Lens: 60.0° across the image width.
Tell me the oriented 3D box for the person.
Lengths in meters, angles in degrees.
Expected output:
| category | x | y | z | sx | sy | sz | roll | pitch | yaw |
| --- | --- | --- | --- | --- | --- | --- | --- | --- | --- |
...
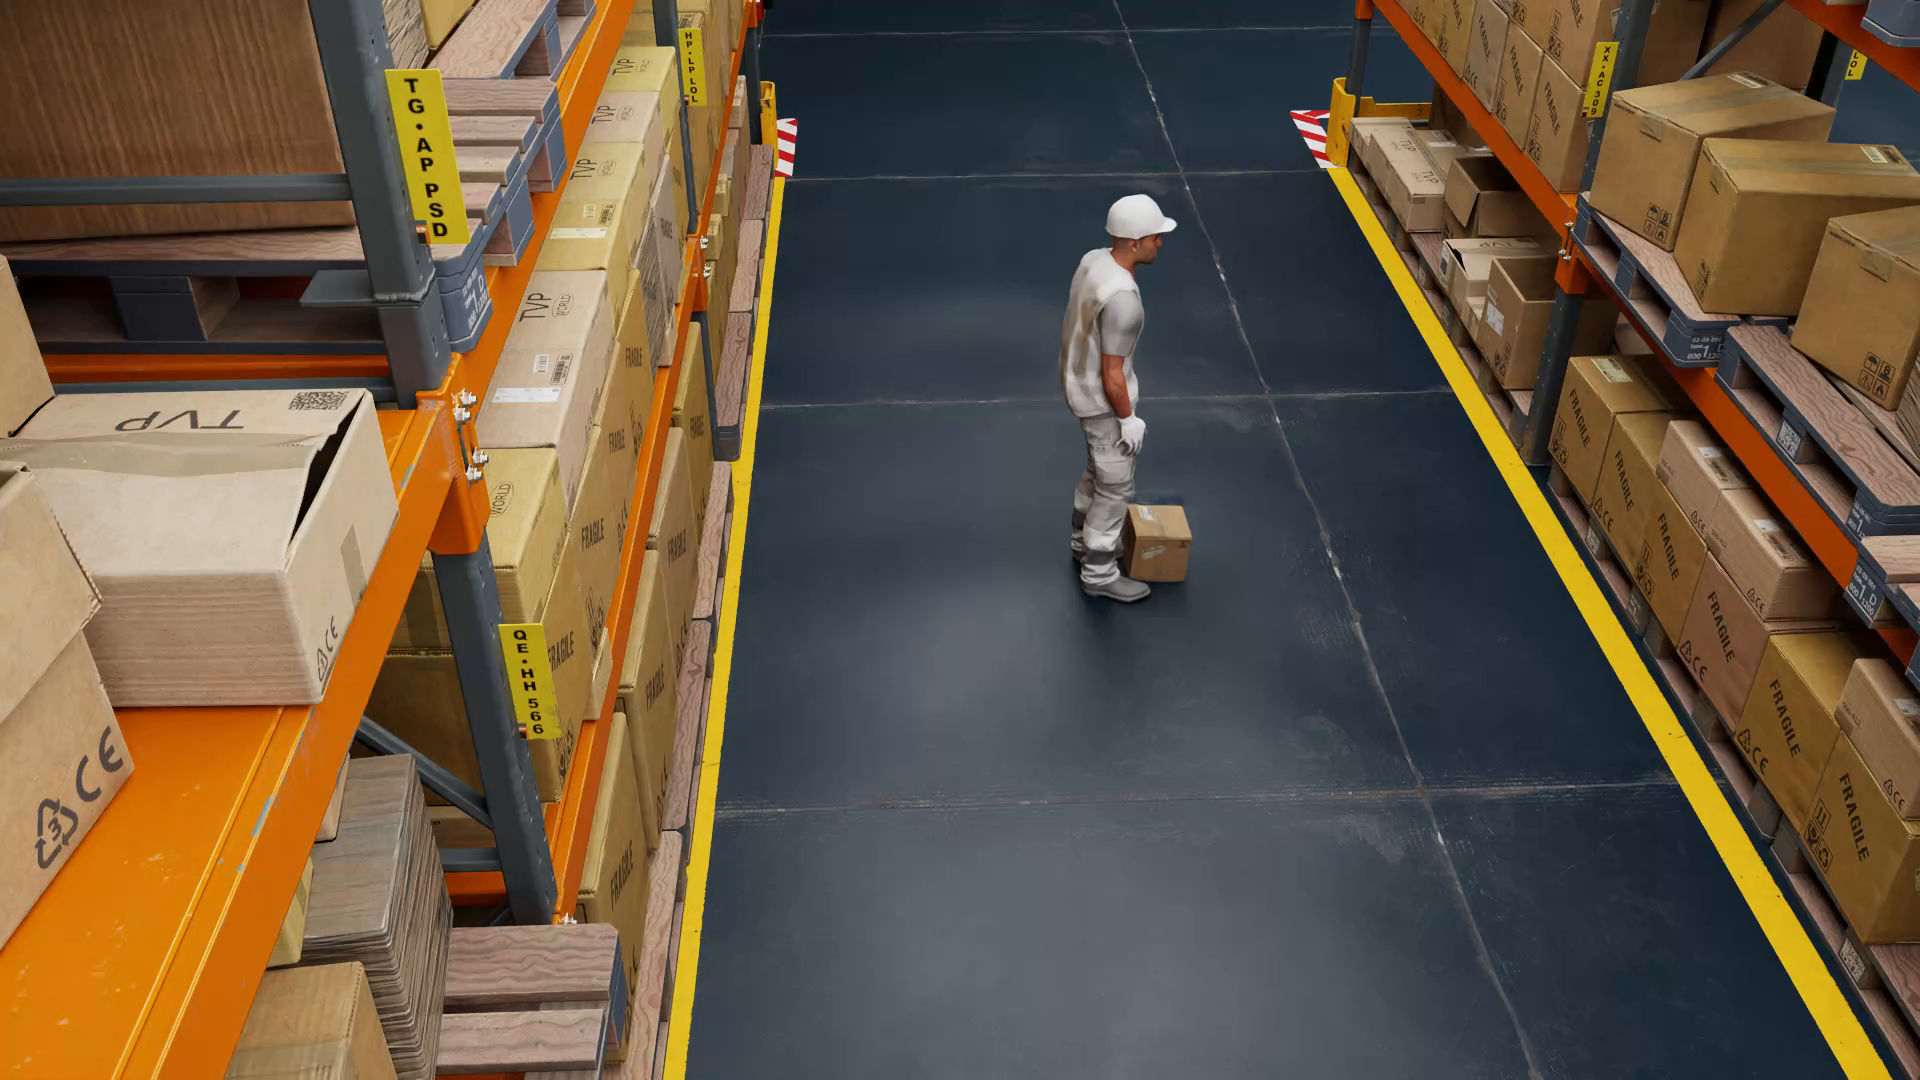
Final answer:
| category | x | y | z | sx | sy | sz | roll | pitch | yaw |
| --- | --- | --- | --- | --- | --- | --- | --- | --- | --- |
| person | 0.639 | -0.598 | 6.987 | 0.441 | 1.780 | 0.579 | -3 | 35 | -4 |
